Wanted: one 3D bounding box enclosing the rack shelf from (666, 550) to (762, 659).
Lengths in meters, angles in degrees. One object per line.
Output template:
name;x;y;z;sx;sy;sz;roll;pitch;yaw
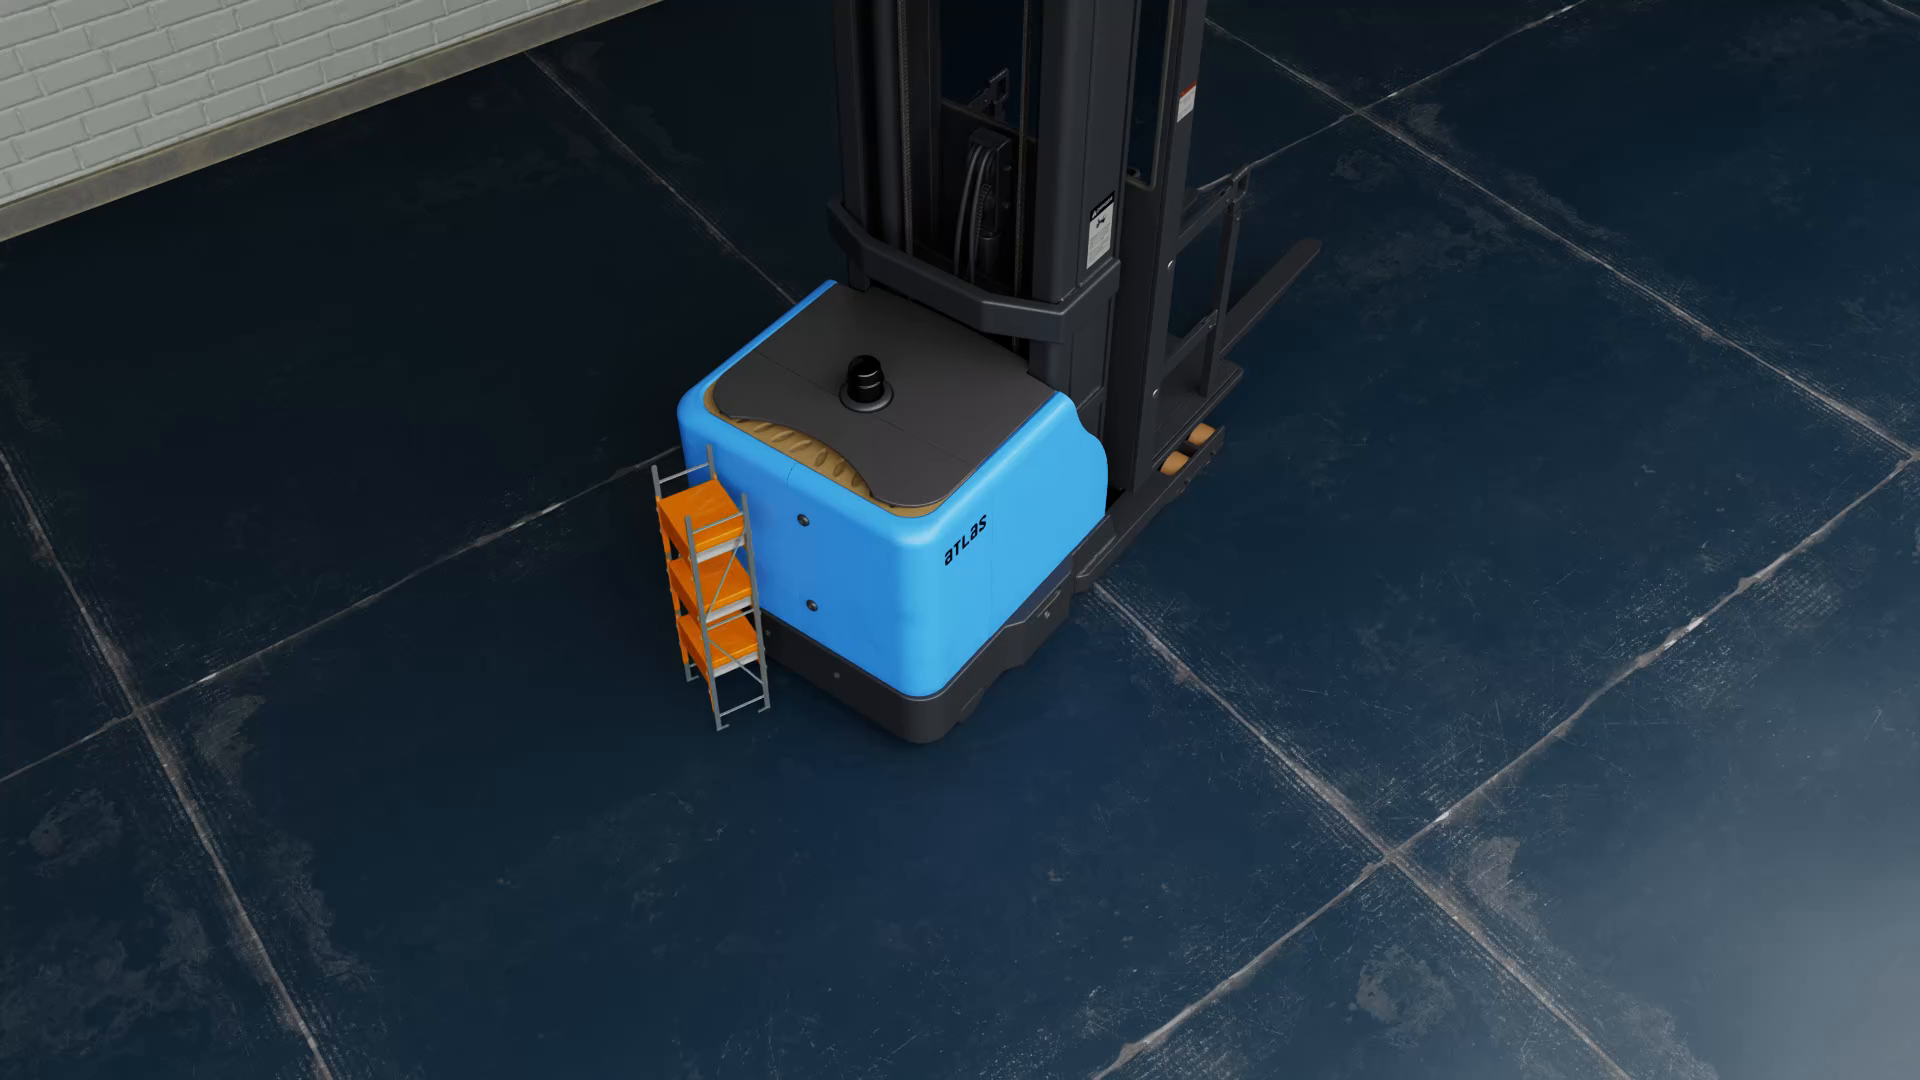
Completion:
rack shelf;-0.795;0.184;5.385;0.215;0.259;0.240;-23;52;-21

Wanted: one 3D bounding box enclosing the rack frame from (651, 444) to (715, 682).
rack frame;-0.857;0.099;5.448;0.200;1.050;0.008;-23;52;-21

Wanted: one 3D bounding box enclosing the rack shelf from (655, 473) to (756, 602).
rack shelf;-0.790;-0.009;5.177;0.215;0.259;0.240;-23;52;-21

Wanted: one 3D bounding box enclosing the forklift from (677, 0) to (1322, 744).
forklift;0.375;-1.357;5.502;1.130;2.935;3.031;29;54;24

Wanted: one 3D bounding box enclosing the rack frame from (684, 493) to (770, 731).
rack frame;-0.732;0.254;5.307;0.200;1.050;0.008;-23;52;-21

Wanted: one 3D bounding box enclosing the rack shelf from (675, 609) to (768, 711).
rack shelf;-0.800;0.373;5.589;0.215;0.259;0.240;-23;52;-21

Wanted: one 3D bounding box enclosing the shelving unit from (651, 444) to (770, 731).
shelving unit;-0.795;0.177;5.378;0.215;1.050;0.252;-23;52;-21
